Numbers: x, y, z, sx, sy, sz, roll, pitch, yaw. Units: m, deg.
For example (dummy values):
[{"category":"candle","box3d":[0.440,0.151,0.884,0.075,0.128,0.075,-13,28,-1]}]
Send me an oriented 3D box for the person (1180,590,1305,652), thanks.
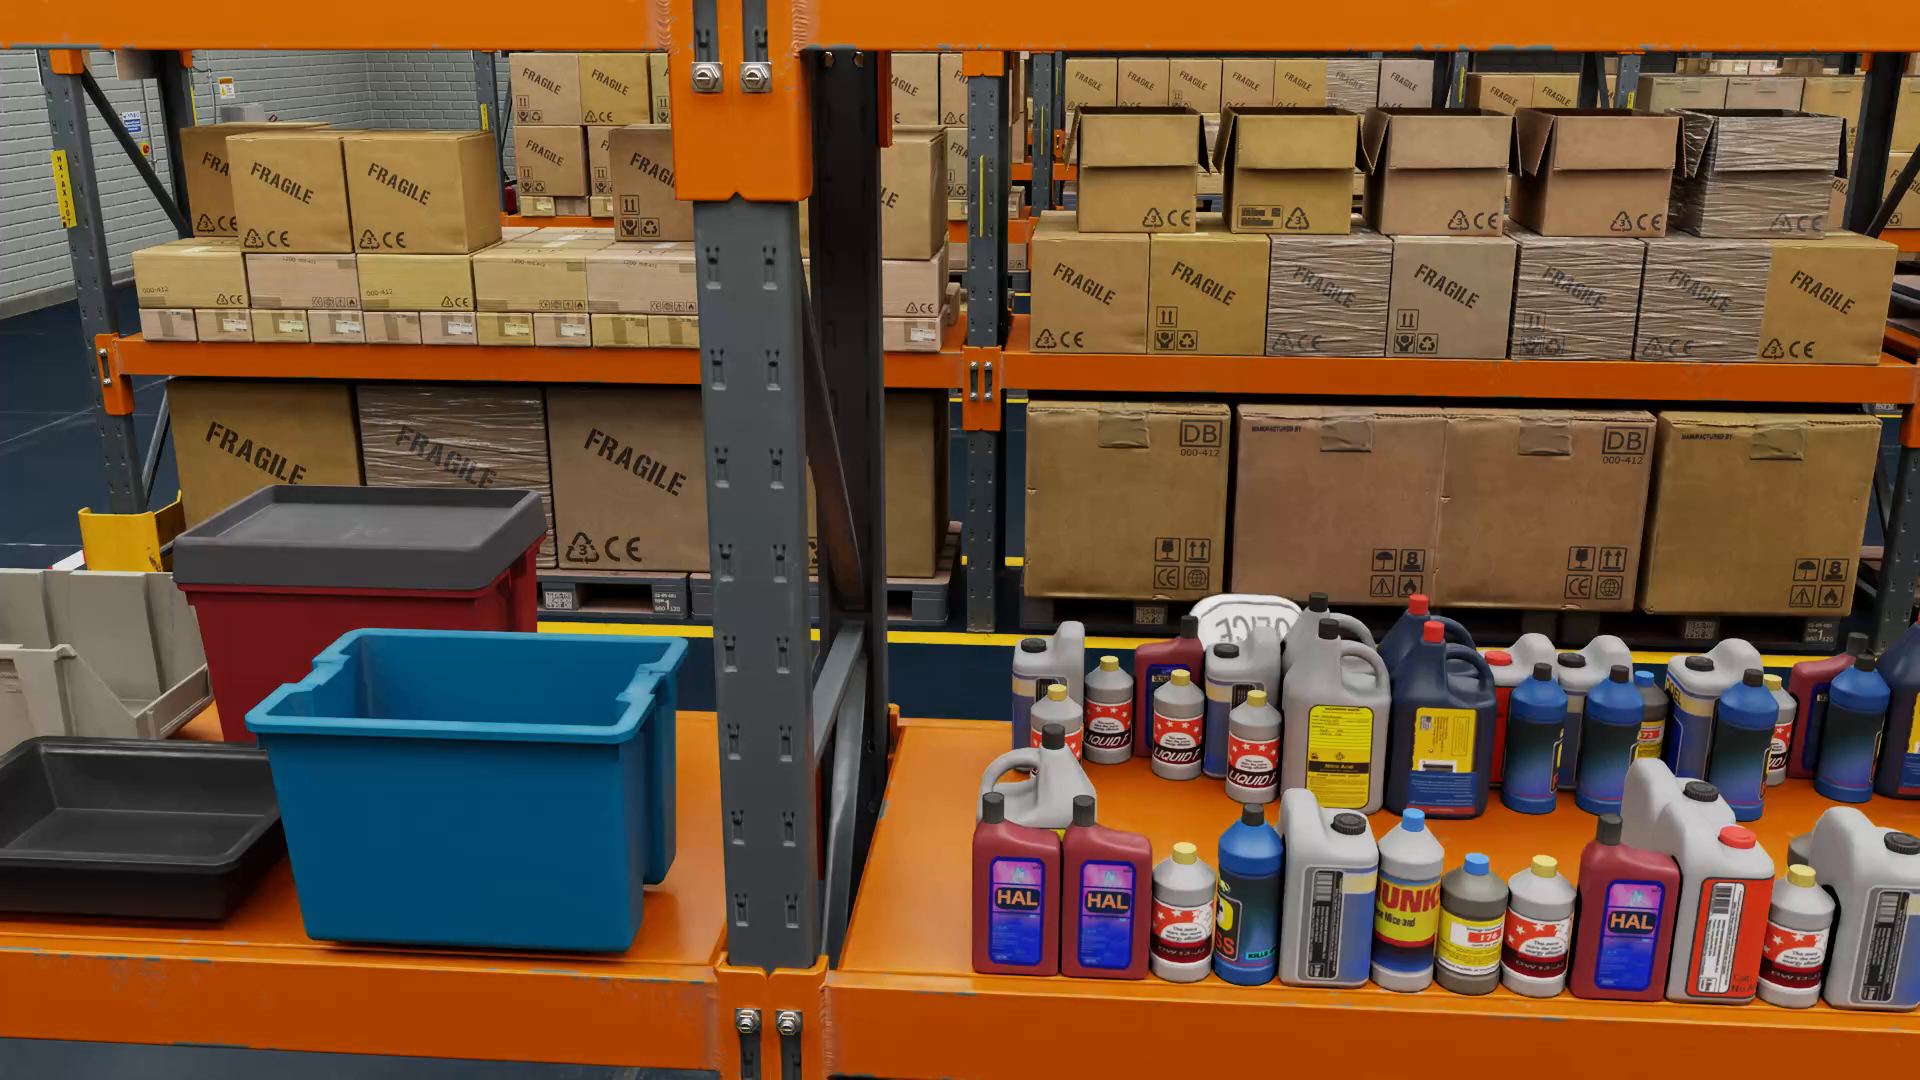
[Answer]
[{"category":"person","box3d":[0.939,0.682,5.280,0.529,0.922,1.025,1,17,2]}]
